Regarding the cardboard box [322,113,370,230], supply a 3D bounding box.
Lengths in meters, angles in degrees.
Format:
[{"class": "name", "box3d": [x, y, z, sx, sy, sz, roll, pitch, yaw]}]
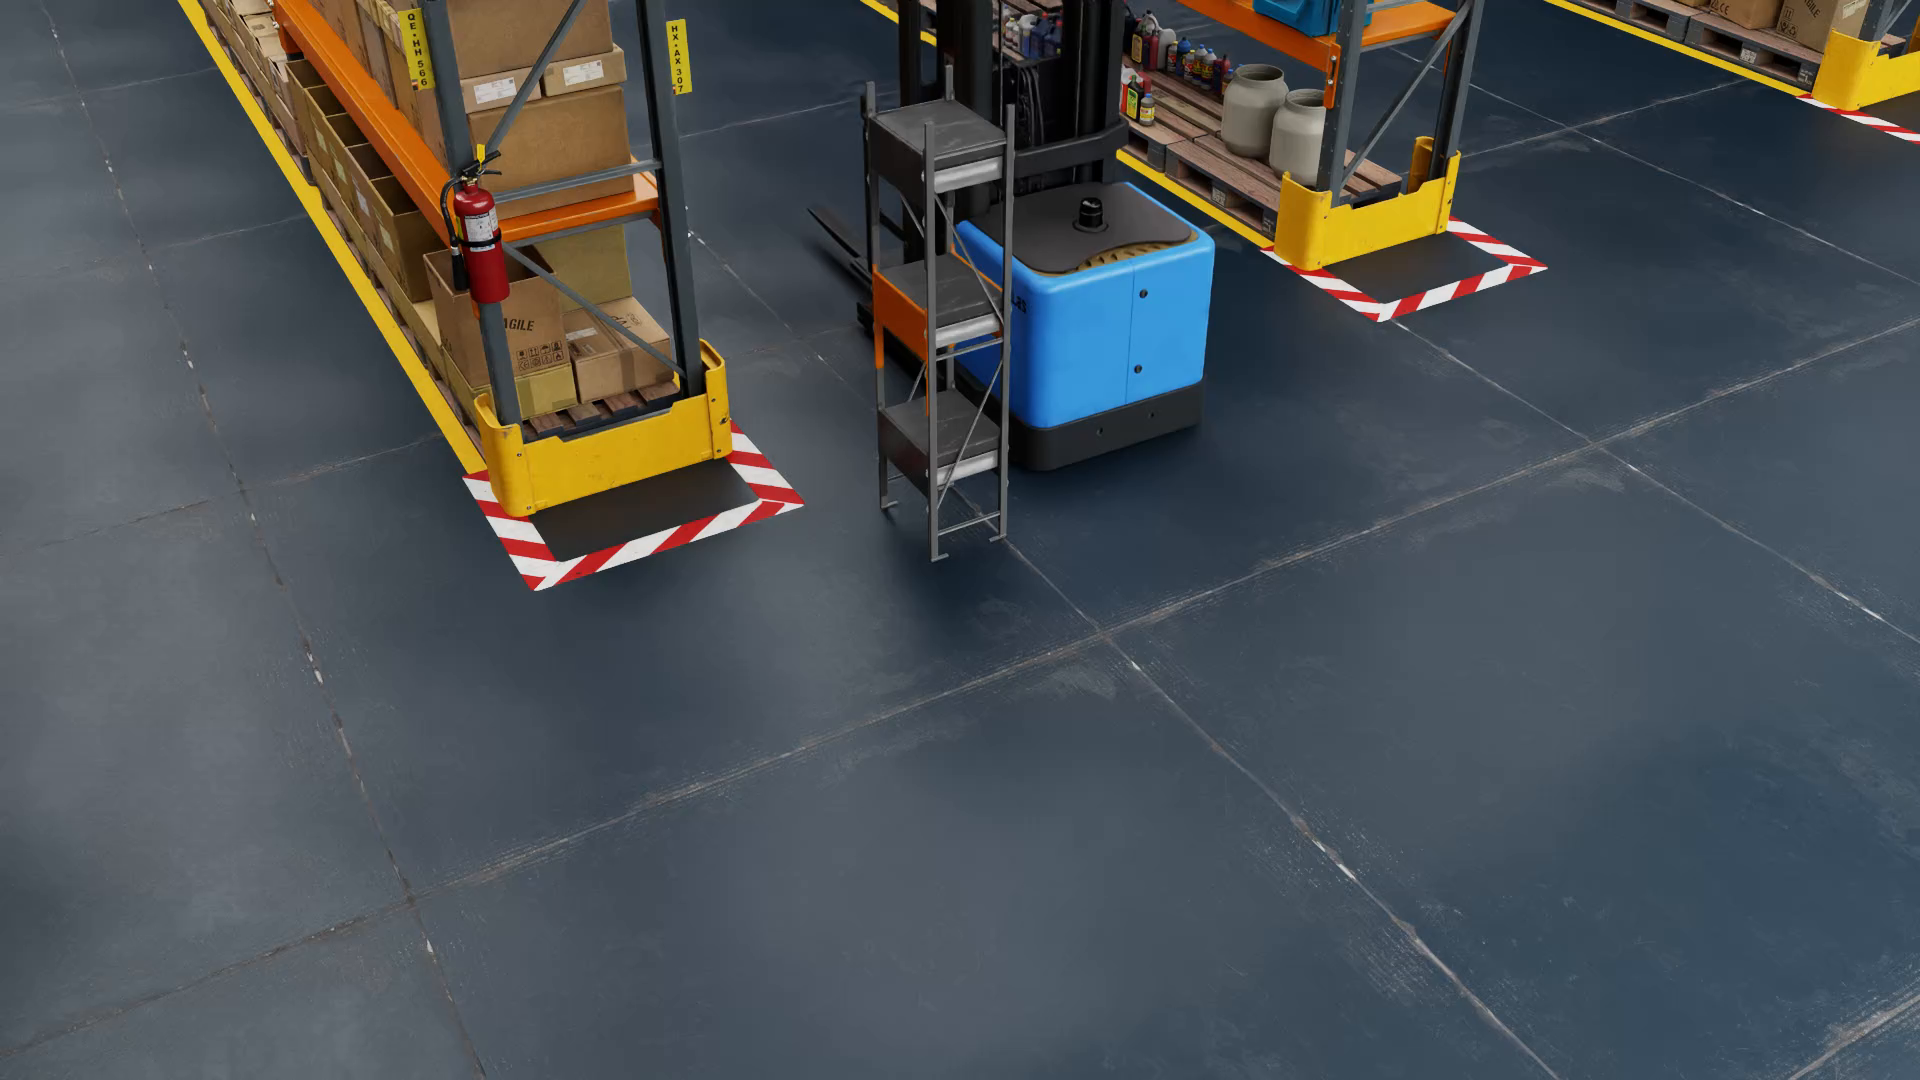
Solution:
[{"class": "cardboard box", "box3d": [-3.268, -2.140, 9.477, 0.500, 0.500, 0.500, -19, 40, -24]}]

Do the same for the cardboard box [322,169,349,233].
[{"class": "cardboard box", "box3d": [-3.515, -2.094, 10.049, 0.500, 0.250, 0.500, -19, 40, -24]}]

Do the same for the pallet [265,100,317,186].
[{"class": "pallet", "box3d": [-4.137, -2.856, 11.481, 1.003, 0.211, 1.213, -19, 40, -24]}]

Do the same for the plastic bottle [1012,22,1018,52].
[{"class": "plastic bottle", "box3d": [0.435, -3.735, 12.320, 0.097, 0.201, 0.097, 0, 36, 0]}]

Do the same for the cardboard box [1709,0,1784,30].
[{"class": "cardboard box", "box3d": [6.215, -4.289, 12.843, 0.500, 0.500, 0.500, -9, 37, -12]}]

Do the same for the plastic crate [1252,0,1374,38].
[{"class": "plastic crate", "box3d": [2.051, -3.150, 9.646, 0.499, 0.251, 0.616, -19, 40, -24]}]

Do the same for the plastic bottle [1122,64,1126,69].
[{"class": "plastic bottle", "box3d": [1.087, -3.135, 11.436, 0.152, 0.276, 0.135, -20, 41, -25]}]

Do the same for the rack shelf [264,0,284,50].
[{"class": "rack shelf", "box3d": [-4.738, -4.347, 11.768, 1.077, 0.370, 4.000, -19, 40, -24]}]

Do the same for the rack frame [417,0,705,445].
[{"class": "rack frame", "box3d": [-1.723, -1.578, 7.367, 1.000, 3.000, 0.127, -19, 40, -24]}]

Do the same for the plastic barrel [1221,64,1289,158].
[{"class": "plastic barrel", "box3d": [1.913, -2.777, 10.762, 0.421, 0.512, 0.421, 0, 36, 0]}]

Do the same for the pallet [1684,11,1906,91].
[{"class": "pallet", "box3d": [6.428, -3.849, 12.840, 1.003, 0.211, 1.213, -19, 40, -24]}]

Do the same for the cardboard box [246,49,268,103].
[{"class": "cardboard box", "box3d": [-4.702, -3.322, 11.730, 0.500, 0.250, 0.500, -18, 40, -23]}]

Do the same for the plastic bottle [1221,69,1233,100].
[{"class": "plastic bottle", "box3d": [1.868, -3.161, 11.534, 0.097, 0.201, 0.097, 0, 36, 0]}]

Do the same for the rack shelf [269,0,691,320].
[{"class": "rack shelf", "box3d": [-2.728, -2.307, 8.976, 1.077, 0.370, 4.000, -19, 40, -24]}]

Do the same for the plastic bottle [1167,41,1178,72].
[{"class": "plastic bottle", "box3d": [1.544, -3.489, 11.984, 0.097, 0.201, 0.097, 0, 36, 0]}]

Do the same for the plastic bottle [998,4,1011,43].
[{"class": "plastic bottle", "box3d": [0.333, -3.867, 12.441, 0.097, 0.271, 0.097, 0, 36, 0]}]

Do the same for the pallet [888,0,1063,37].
[{"class": "pallet", "box3d": [0.124, -4.346, 13.522, 1.003, 0.211, 1.213, -19, 40, -24]}]

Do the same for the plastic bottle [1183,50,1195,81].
[{"class": "plastic bottle", "box3d": [1.648, -3.384, 11.840, 0.097, 0.201, 0.097, 0, 36, 0]}]

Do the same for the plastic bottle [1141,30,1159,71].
[{"class": "plastic bottle", "box3d": [1.370, -3.543, 11.987, 0.061, 0.283, 0.133, -19, 40, -24]}]

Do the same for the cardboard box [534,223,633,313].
[{"class": "cardboard box", "box3d": [-2.053, -1.534, 8.646, 0.500, 0.500, 0.500, -19, 40, -24]}]

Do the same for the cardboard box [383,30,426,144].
[{"class": "cardboard box", "box3d": [-2.459, -2.381, 8.382, 0.700, 0.500, 0.500, -19, 40, -24]}]

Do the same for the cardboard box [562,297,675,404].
[{"class": "cardboard box", "box3d": [-1.800, -0.976, 8.519, 0.500, 0.250, 0.500, -19, 40, -24]}]

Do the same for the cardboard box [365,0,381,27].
[{"class": "cardboard box", "box3d": [-2.732, -2.678, 8.239, 0.380, 0.149, 0.250, -18, 40, -23]}]

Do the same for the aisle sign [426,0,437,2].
[{"class": "aisle sign", "box3d": [-1.944, -2.507, 6.435, 0.394, 0.787, 0.004, -19, 40, -24]}]

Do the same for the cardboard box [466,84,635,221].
[{"class": "cardboard box", "box3d": [-1.947, -1.860, 7.669, 0.700, 0.500, 0.500, -19, 40, -24]}]

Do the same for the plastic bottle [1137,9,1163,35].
[{"class": "plastic bottle", "box3d": [1.383, -3.686, 12.126, 0.144, 0.351, 0.185, -19, 40, -24]}]

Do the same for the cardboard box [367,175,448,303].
[{"class": "cardboard box", "box3d": [-2.765, -1.631, 8.779, 0.500, 0.500, 0.500, -19, 40, -24]}]

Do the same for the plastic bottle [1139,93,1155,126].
[{"class": "plastic bottle", "box3d": [1.260, -2.898, 11.174, 0.097, 0.201, 0.097, 0, 36, 0]}]

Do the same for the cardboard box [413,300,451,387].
[{"class": "cardboard box", "box3d": [-2.510, -1.074, 8.653, 0.500, 0.250, 0.500, -19, 40, -24]}]

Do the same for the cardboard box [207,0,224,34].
[{"class": "cardboard box", "box3d": [-5.480, -4.106, 12.804, 0.500, 0.250, 0.500, -20, 41, -25]}]

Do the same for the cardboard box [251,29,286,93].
[{"class": "cardboard box", "box3d": [-4.451, -3.288, 11.209, 0.500, 0.311, 0.500, -18, 40, -23]}]

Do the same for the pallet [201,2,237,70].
[{"class": "pallet", "box3d": [-5.363, -4.100, 13.185, 1.003, 0.211, 1.213, -19, 40, -24]}]

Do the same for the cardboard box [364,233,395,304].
[{"class": "cardboard box", "box3d": [-3.012, -1.584, 9.351, 0.500, 0.250, 0.500, -19, 40, -24]}]

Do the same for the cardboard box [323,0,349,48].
[{"class": "cardboard box", "box3d": [-3.234, -3.166, 9.457, 0.700, 0.500, 0.500, -19, 40, -24]}]

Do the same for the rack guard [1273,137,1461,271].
[{"class": "rack guard", "box3d": [2.483, -2.059, 10.145, 1.175, 0.500, 0.348, -19, 40, -24]}]

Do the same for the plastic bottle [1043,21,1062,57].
[{"class": "plastic bottle", "box3d": [0.693, -3.560, 11.955, 0.144, 0.351, 0.185, -21, 41, -26]}]

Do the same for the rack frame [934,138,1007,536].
[{"class": "rack frame", "box3d": [0.041, -0.808, 7.076, 0.380, 1.831, 0.006, -19, 40, -24]}]

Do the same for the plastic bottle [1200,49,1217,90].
[{"class": "plastic bottle", "box3d": [1.748, -3.311, 11.681, 0.097, 0.271, 0.097, 0, 36, 0]}]

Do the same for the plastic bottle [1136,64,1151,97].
[{"class": "plastic bottle", "box3d": [1.248, -3.099, 11.380, 0.061, 0.283, 0.133, -19, 40, -24]}]

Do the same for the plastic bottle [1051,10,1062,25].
[{"class": "plastic bottle", "box3d": [0.723, -3.699, 12.145, 0.144, 0.351, 0.185, -19, 40, -24]}]

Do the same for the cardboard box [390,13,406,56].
[{"class": "cardboard box", "box3d": [-2.466, -2.411, 7.873, 0.380, 0.149, 0.250, -18, 40, -23]}]

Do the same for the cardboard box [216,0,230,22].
[{"class": "cardboard box", "box3d": [-5.208, -4.063, 12.269, 0.500, 0.311, 0.500, -20, 41, -25]}]

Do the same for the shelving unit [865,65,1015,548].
[{"class": "shelving unit", "box3d": [-0.084, -0.933, 7.248, 0.431, 2.100, 0.499, -19, 40, -24]}]

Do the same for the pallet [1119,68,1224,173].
[{"class": "pallet", "box3d": [1.470, -2.980, 11.651, 1.003, 0.211, 1.213, -19, 40, -24]}]

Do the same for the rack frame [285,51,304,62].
[{"class": "rack frame", "box3d": [-3.733, -3.618, 10.160, 1.000, 3.000, 0.127, -19, 40, -24]}]

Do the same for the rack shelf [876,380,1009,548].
[{"class": "rack shelf", "box3d": [-0.083, -0.356, 7.667, 0.431, 0.518, 0.480, -19, 40, -24]}]

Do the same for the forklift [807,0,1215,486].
[{"class": "forklift", "box3d": [-0.139, -2.208, 8.288, 1.782, 2.935, 3.295, -18, 40, -23]}]

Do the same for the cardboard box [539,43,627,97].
[{"class": "cardboard box", "box3d": [-1.734, -2.144, 7.507, 0.380, 0.149, 0.250, -19, 40, -24]}]
